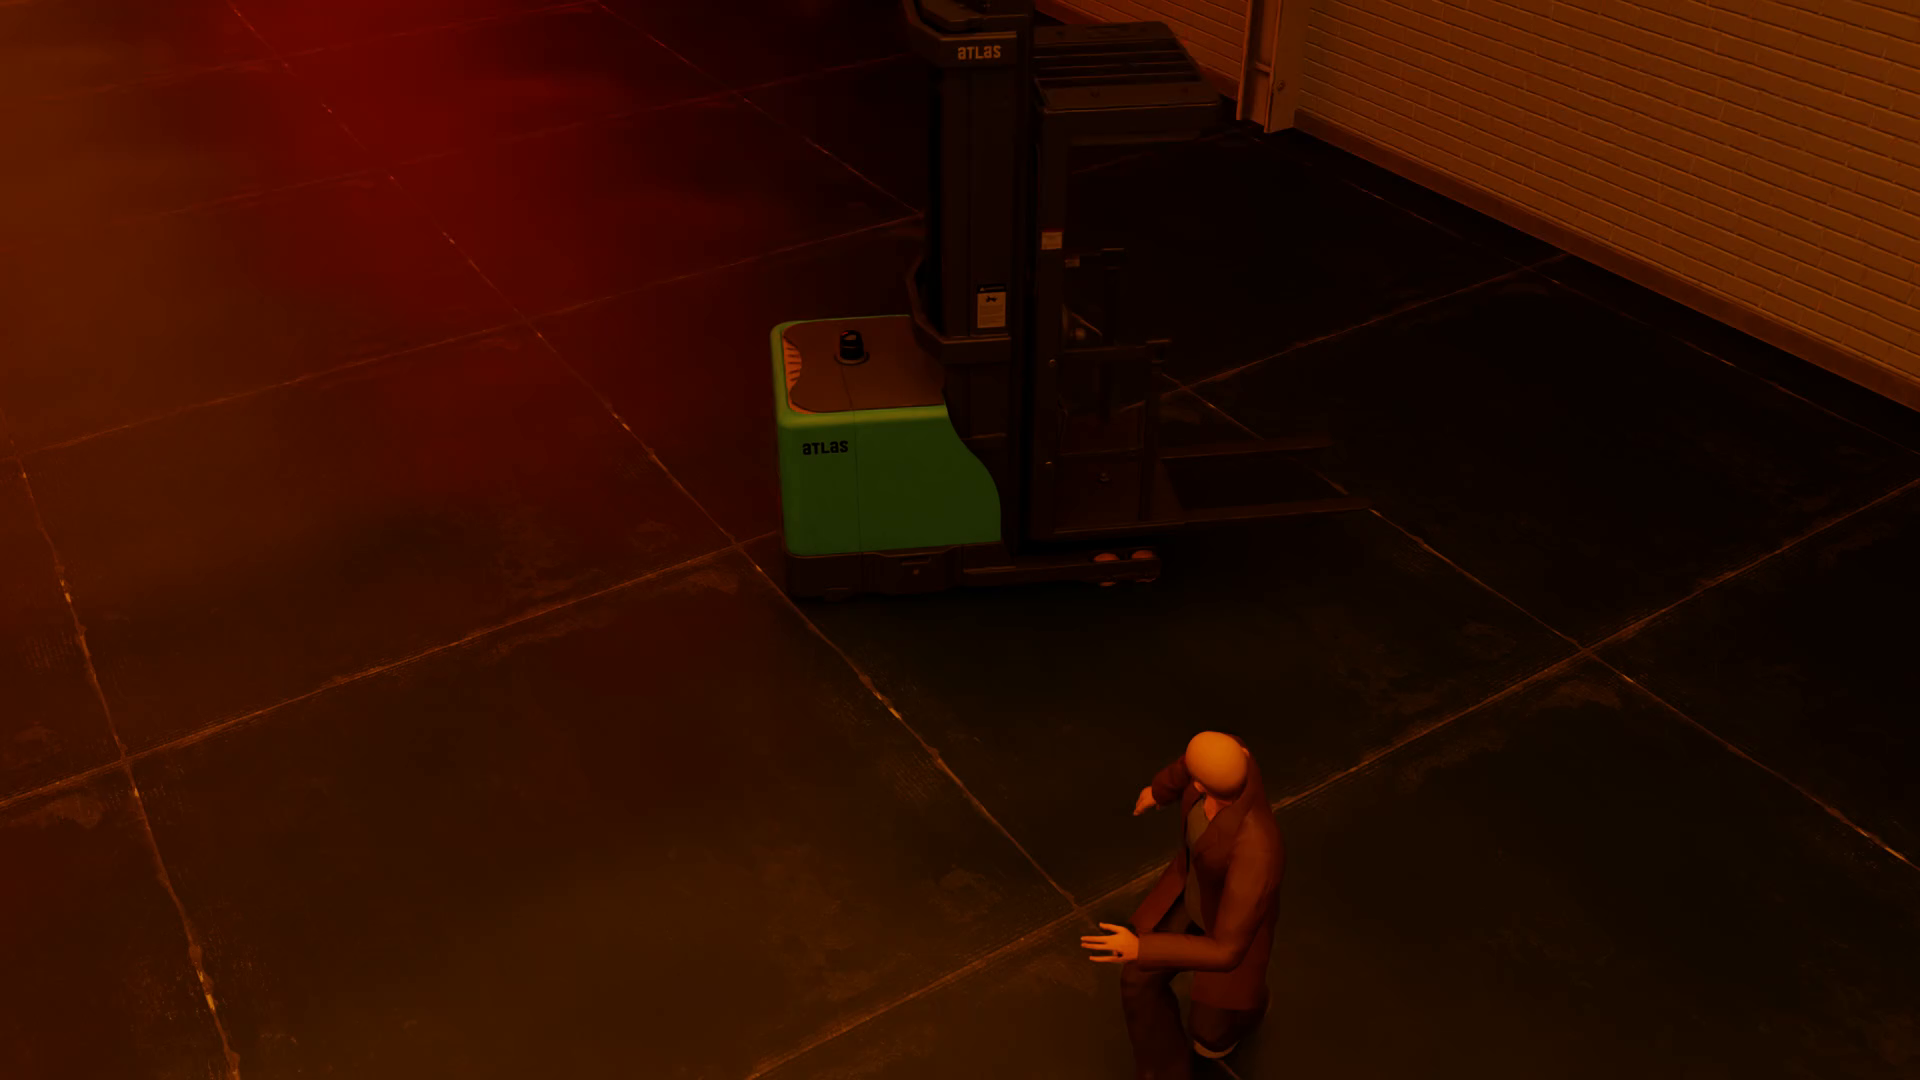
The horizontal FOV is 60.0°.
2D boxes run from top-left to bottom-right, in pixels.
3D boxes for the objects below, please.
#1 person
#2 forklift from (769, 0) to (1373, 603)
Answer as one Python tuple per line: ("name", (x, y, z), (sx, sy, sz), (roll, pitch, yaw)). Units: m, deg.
("person", (0.721, 1.214, 5.561), (0.907, 1.650, 0.912), (-17, 38, -22))
("forklift", (0.581, -1.265, 7.948), (3.031, 2.935, 1.130), (-4, 35, -6))
